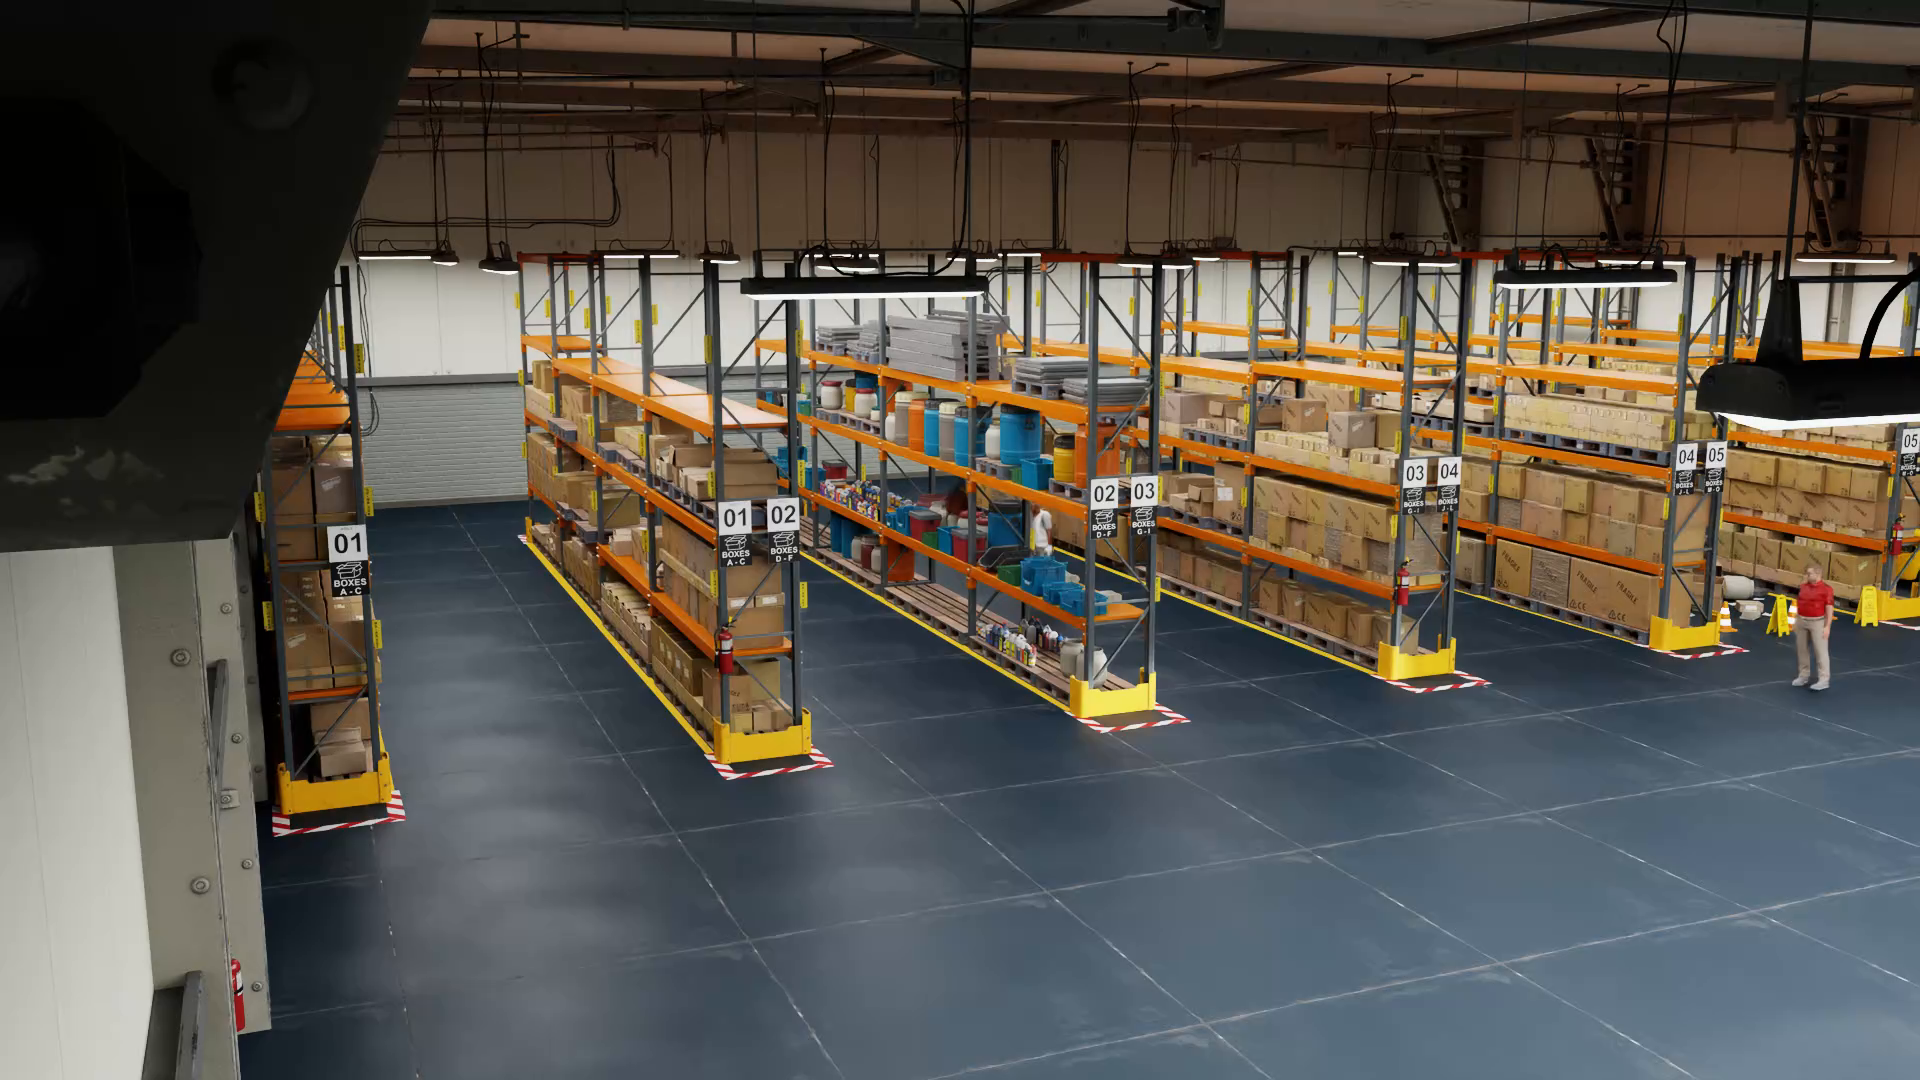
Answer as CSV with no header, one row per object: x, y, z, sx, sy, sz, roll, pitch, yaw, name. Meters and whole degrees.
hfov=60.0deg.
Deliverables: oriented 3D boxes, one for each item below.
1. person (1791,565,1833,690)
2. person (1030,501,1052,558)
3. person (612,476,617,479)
12.059,1.231,23.555,0.485,1.742,0.591,-9,14,-40,person
1.341,0.138,28.176,0.577,1.813,0.418,8,13,36,person
-7.279,-1.004,35.757,0.592,1.732,0.994,-7,13,-34,person
